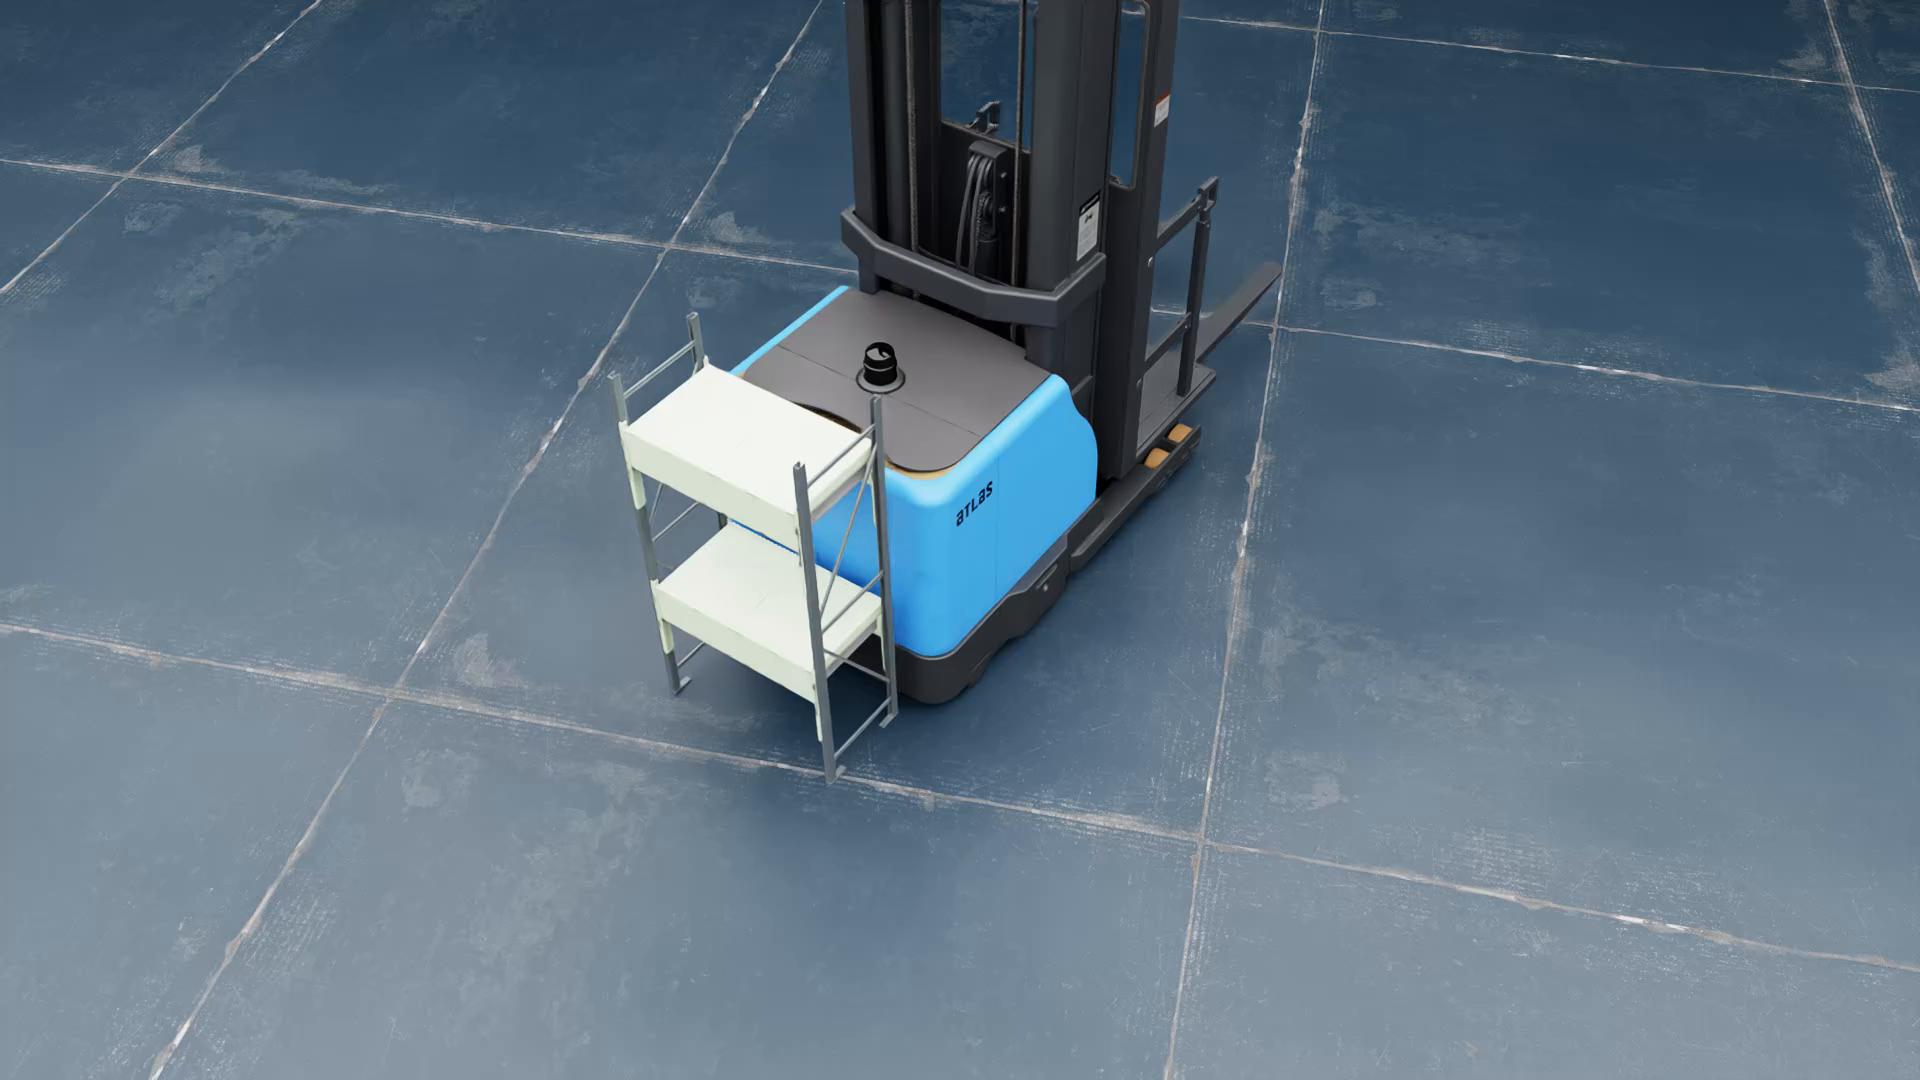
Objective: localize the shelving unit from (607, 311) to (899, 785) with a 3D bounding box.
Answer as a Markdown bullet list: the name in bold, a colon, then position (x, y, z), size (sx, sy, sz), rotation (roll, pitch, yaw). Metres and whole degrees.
- **shelving unit**: position (-0.655, 0.065, 5.596), size (0.755, 1.500, 0.431), rotation (26, 50, 24)

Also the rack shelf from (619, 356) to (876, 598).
- **rack shelf**: position (-0.659, -0.213, 5.322), size (0.720, 0.370, 0.431), rotation (26, 50, 24)

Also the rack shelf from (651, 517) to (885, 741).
- **rack shelf**: position (-0.652, 0.297, 5.825), size (0.720, 0.370, 0.431), rotation (26, 50, 24)

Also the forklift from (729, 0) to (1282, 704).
- **forklift**: position (0.366, -1.450, 6.143), size (1.130, 2.935, 3.031), rotation (26, 50, 24)

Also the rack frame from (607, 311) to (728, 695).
- **rack frame**: position (-0.955, -0.081, 5.747), size (0.023, 1.500, 0.400), rotation (26, 50, 24)

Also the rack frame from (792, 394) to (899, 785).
- **rack frame**: position (-0.355, 0.210, 5.445), size (0.023, 1.500, 0.400), rotation (26, 50, 24)
